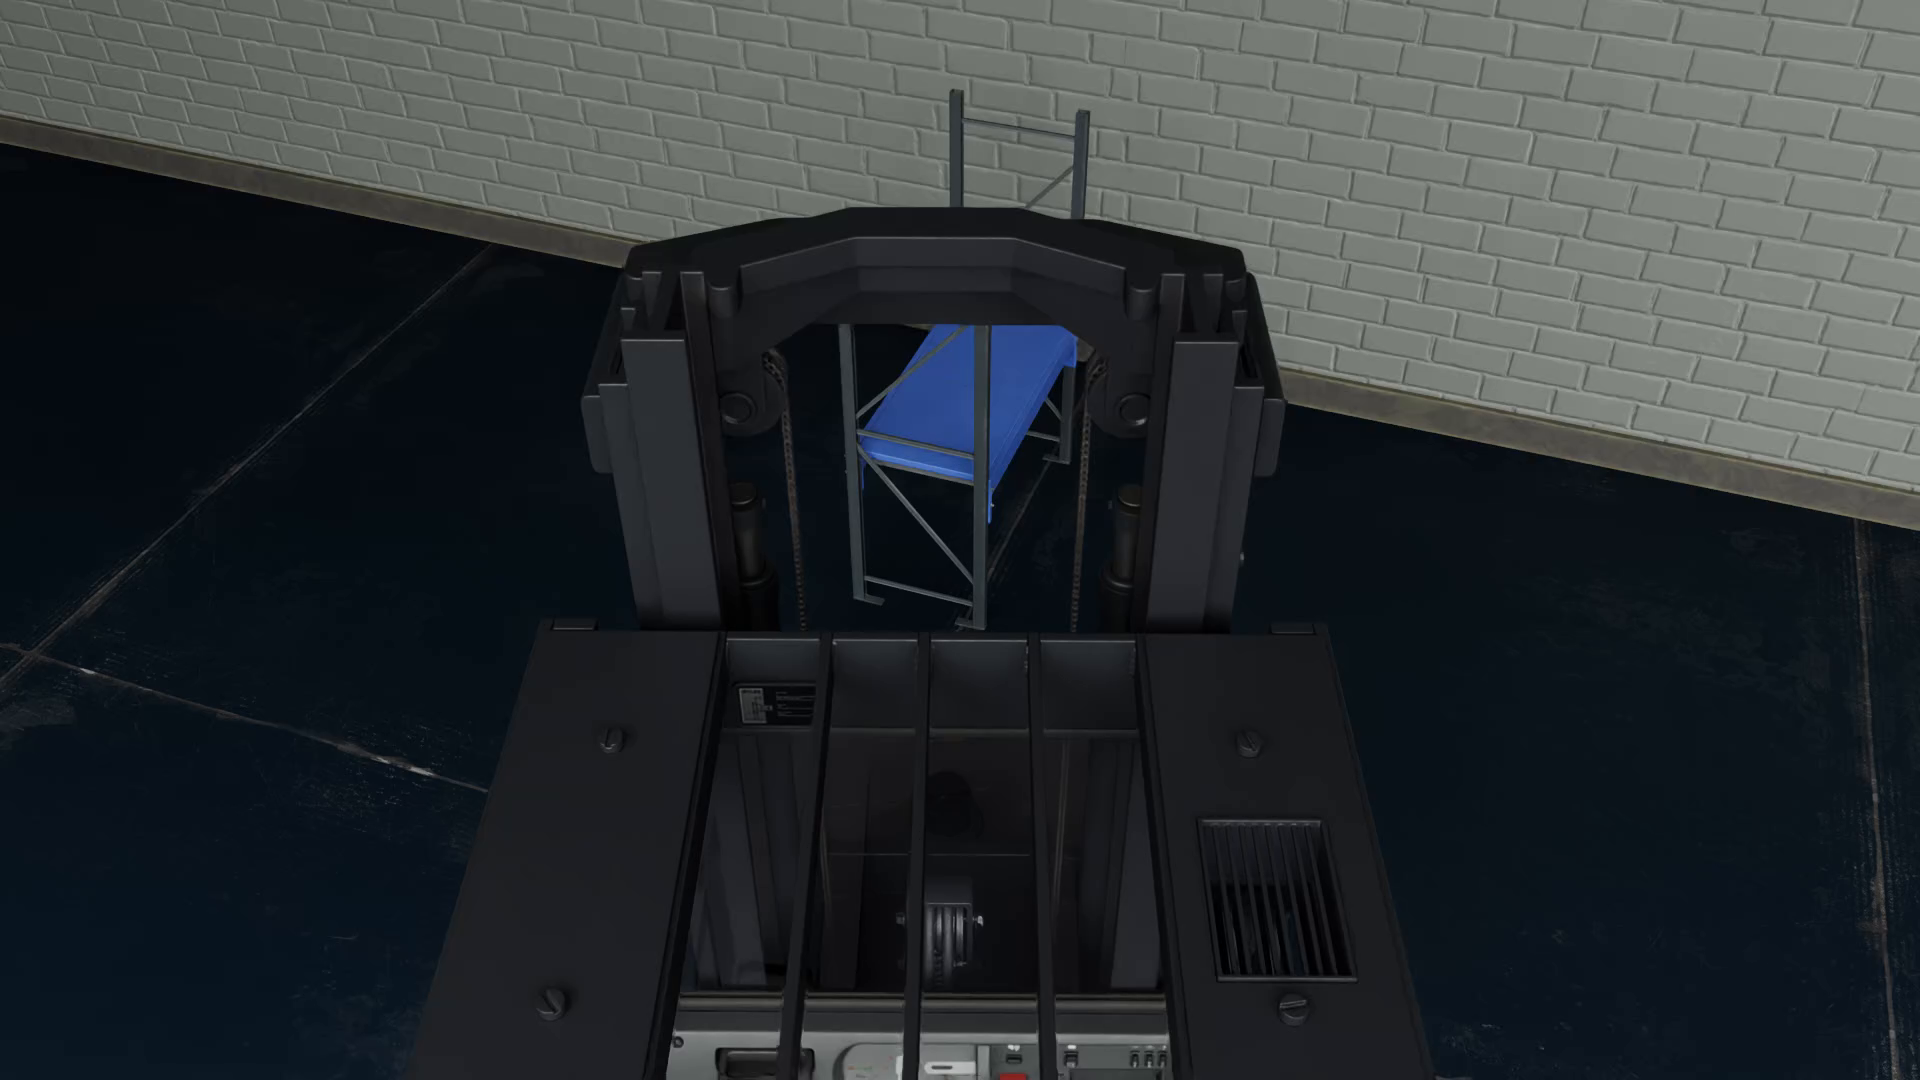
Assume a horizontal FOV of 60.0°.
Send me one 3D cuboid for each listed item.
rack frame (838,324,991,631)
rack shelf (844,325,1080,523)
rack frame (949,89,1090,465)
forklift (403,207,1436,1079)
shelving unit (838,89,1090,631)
[{"bbox_3d":[-0.145,-0.313,5.461,0.500,1.500,0.032,13,42,15],"label":"rack frame"},{"bbox_3d":[0.029,-0.486,5.941,0.538,0.185,1.000,13,42,15],"label":"rack shelf"},{"bbox_3d":[0.203,-0.933,6.188,0.500,1.500,0.032,13,42,15],"label":"rack frame"},{"bbox_3d":[-0.039,1.090,2.714,1.130,2.935,3.031,0,40,0],"label":"forklift"},{"bbox_3d":[0.029,-0.623,5.824,0.538,1.500,1.048,13,42,15],"label":"shelving unit"}]
